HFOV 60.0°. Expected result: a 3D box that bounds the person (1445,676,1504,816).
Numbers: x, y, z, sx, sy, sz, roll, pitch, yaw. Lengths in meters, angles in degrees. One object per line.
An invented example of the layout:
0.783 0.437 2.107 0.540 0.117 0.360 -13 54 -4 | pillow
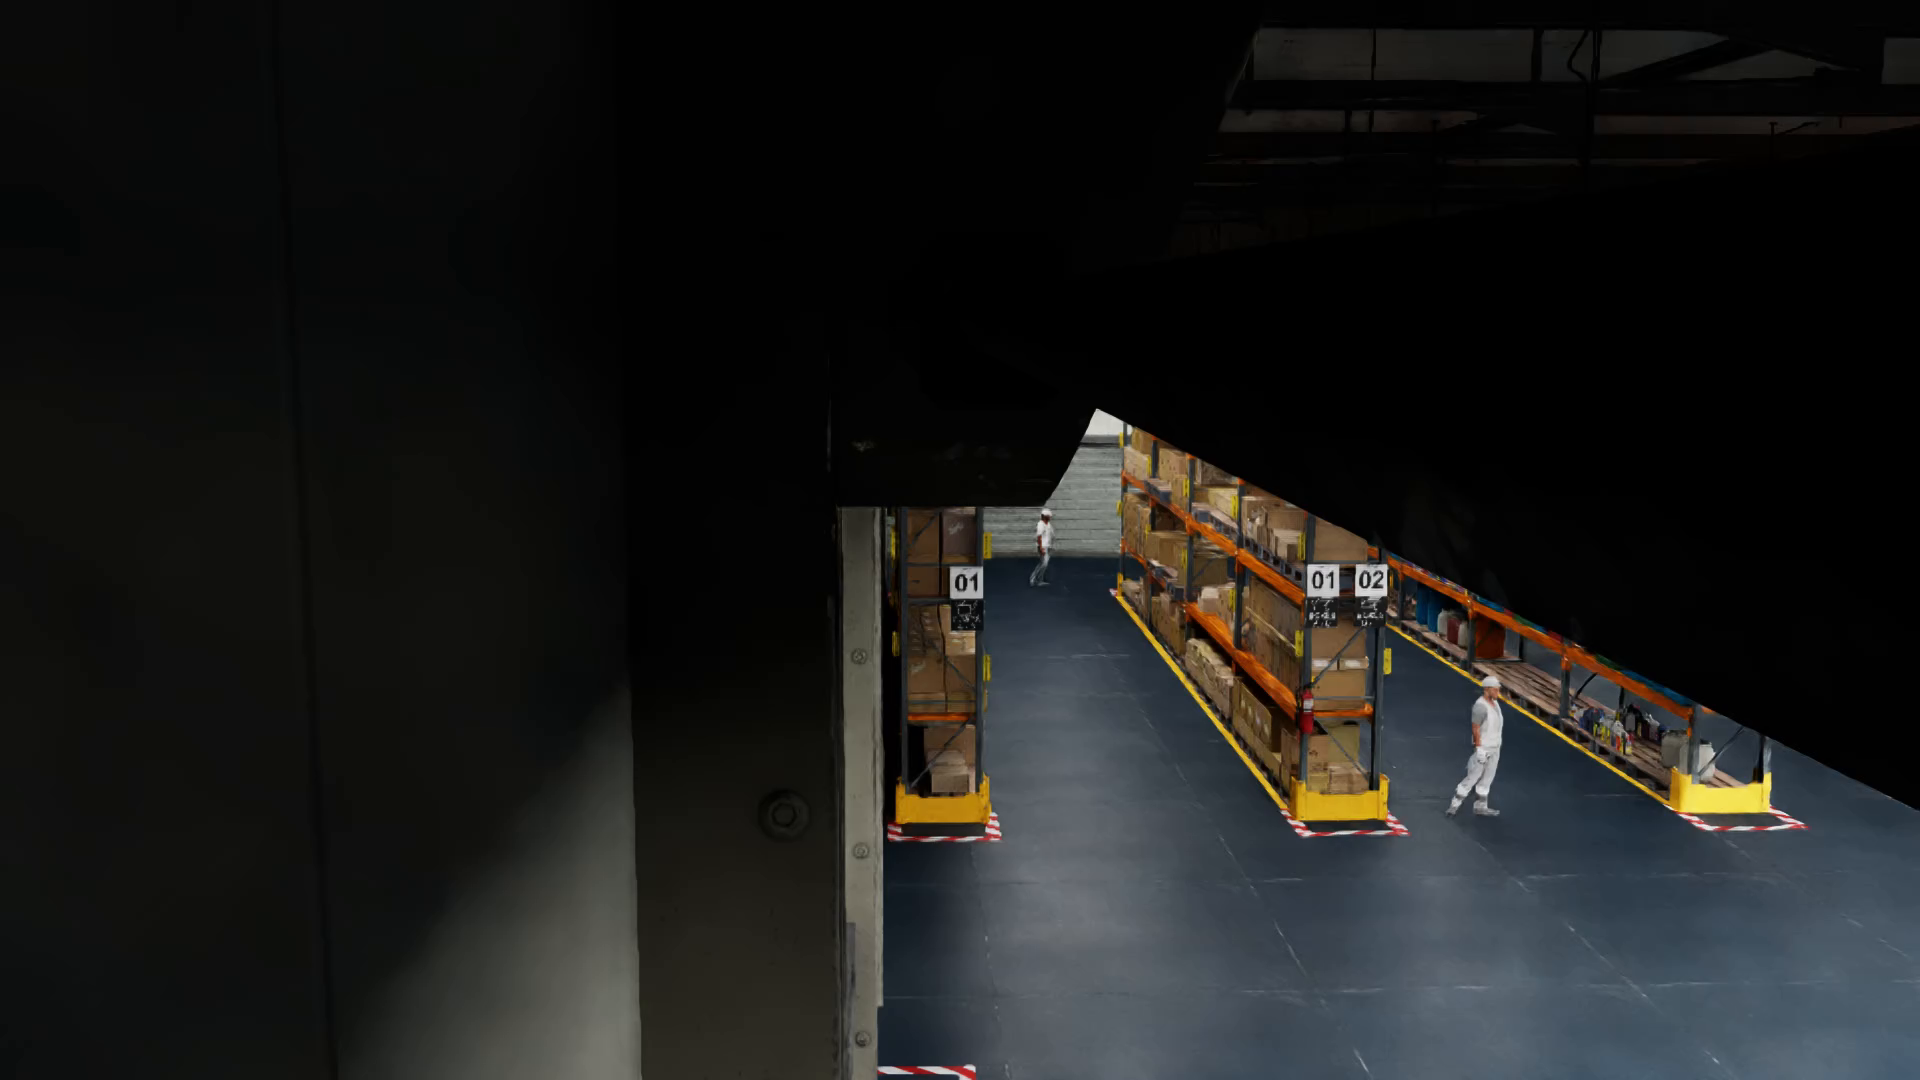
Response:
6.407 2.566 20.635 0.735 1.782 0.510 -8 11 -43 | person

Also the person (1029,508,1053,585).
1.839 0.154 37.695 0.464 1.761 0.720 4 9 25 | person
